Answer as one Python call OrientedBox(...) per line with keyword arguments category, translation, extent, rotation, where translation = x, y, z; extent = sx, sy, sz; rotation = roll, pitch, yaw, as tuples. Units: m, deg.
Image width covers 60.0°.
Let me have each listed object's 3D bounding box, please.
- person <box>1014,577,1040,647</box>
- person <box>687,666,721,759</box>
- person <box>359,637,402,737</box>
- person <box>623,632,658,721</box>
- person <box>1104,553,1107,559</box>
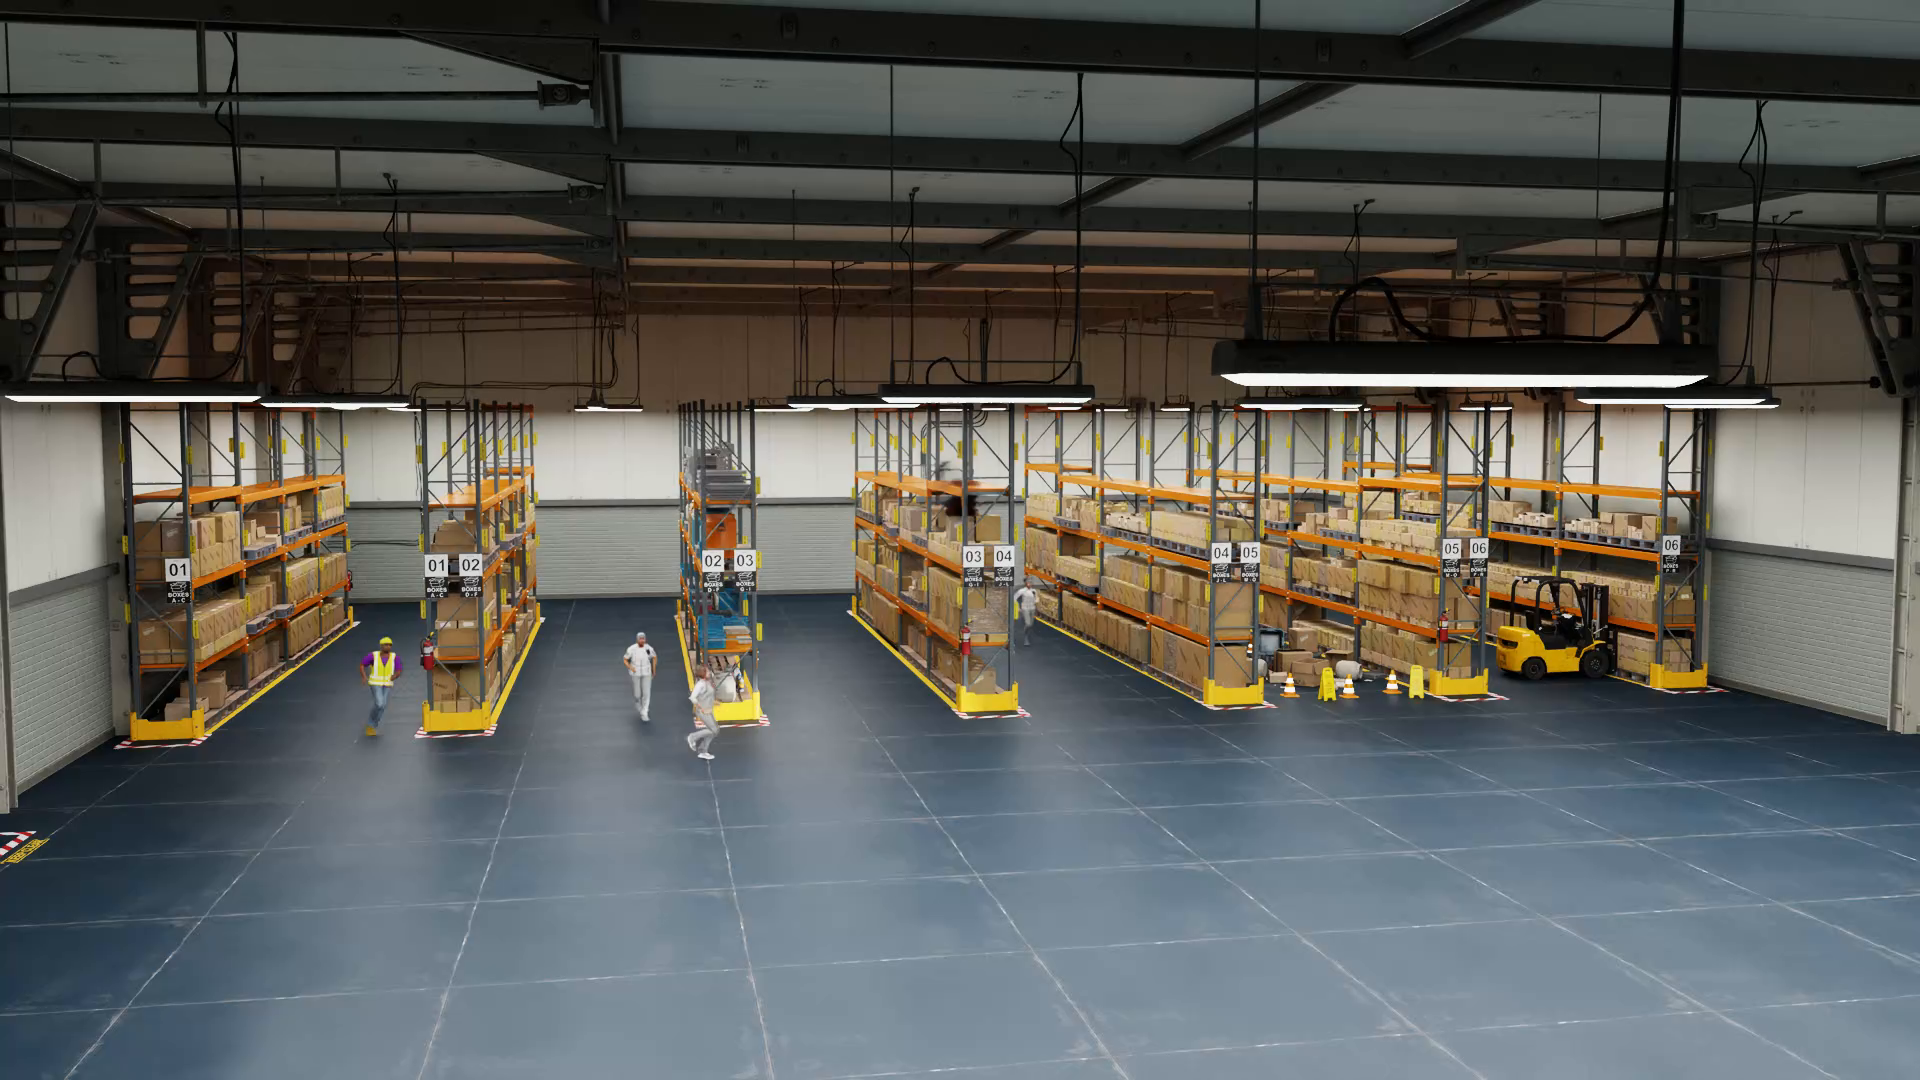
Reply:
OrientedBox(category="person", translation=(1.687, 1.774, 41.202), extent=(0.577, 1.730, 0.707), rotation=(-2, 5, -23))
OrientedBox(category="person", translation=(-4.255, 2.867, 27.659), extent=(0.545, 1.555, 0.536), rotation=(1, 4, 9))
OrientedBox(category="person", translation=(-10.328, 2.623, 29.751), extent=(0.687, 1.748, 0.658), rotation=(-4, 6, -39))
OrientedBox(category="person", translation=(-6.020, 2.556, 31.372), extent=(0.644, 1.656, 0.679), rotation=(-1, 4, -15))
OrientedBox(category="person", translation=(4.137, 1.212, 48.532), extent=(0.691, 1.729, 0.622), rotation=(-1, 5, -17))
